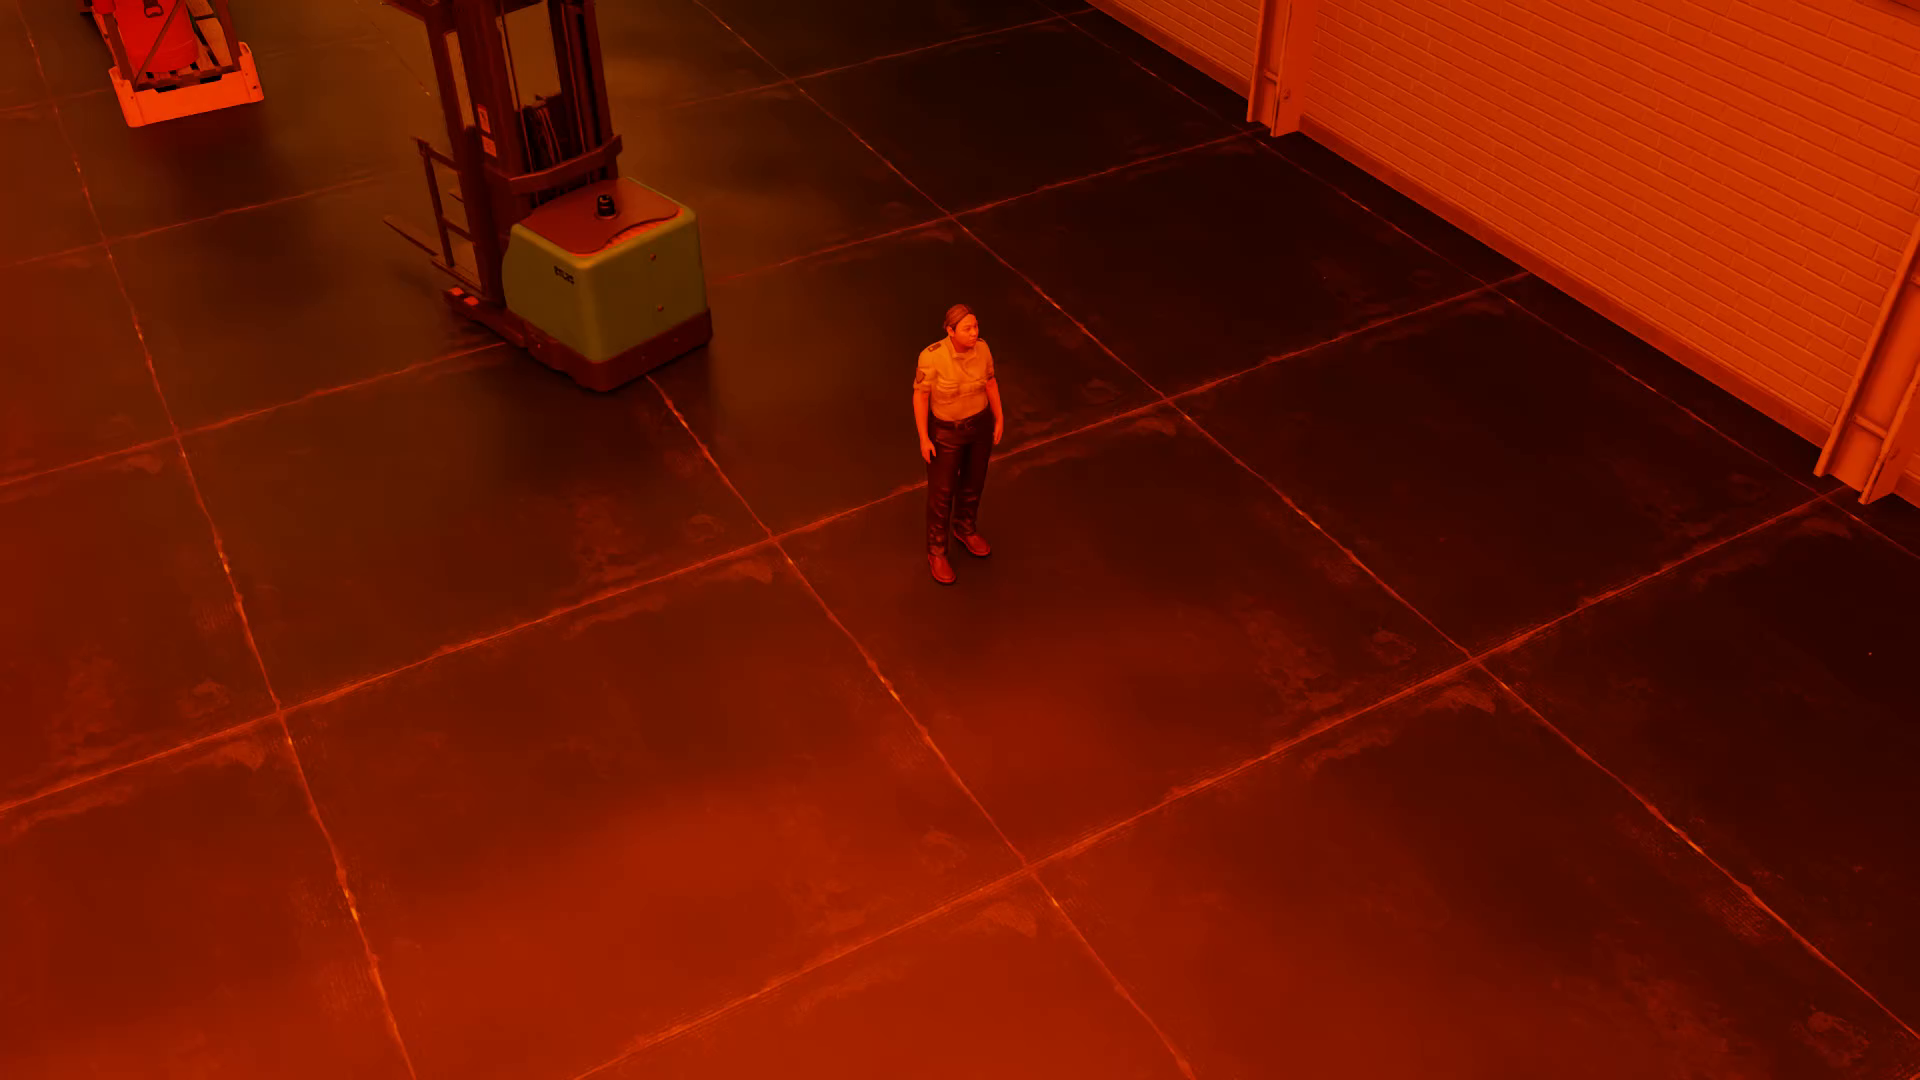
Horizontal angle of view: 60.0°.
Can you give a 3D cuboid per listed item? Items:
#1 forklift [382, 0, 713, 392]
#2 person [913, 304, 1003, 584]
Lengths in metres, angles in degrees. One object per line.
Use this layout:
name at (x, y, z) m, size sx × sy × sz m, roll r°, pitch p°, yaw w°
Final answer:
forklift at (-3.200, -2.972, 11.620) m, size 3.031 × 2.935 × 1.130 m, roll 31°, pitch 49°, yaw 32°
person at (0.020, -0.580, 9.730) m, size 0.585 × 1.651 × 0.502 m, roll -20°, pitch 44°, yaw -23°
